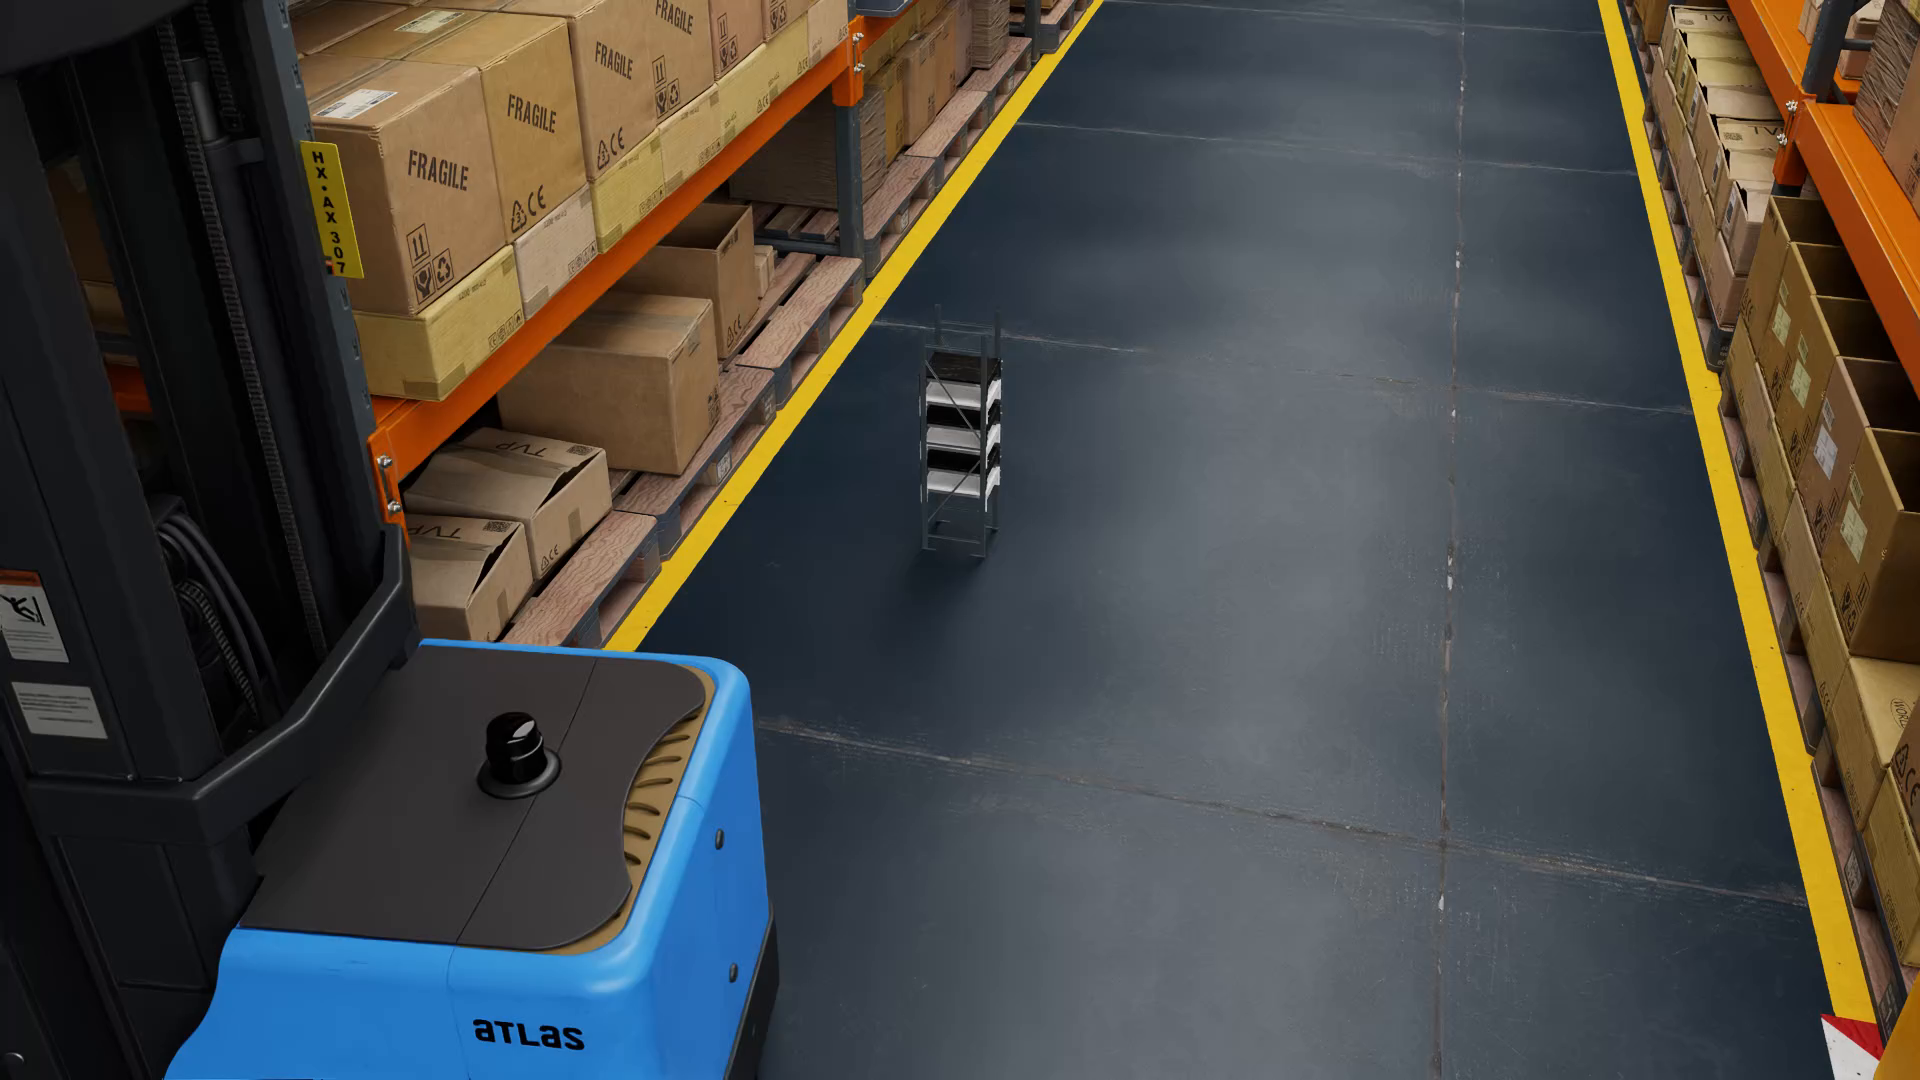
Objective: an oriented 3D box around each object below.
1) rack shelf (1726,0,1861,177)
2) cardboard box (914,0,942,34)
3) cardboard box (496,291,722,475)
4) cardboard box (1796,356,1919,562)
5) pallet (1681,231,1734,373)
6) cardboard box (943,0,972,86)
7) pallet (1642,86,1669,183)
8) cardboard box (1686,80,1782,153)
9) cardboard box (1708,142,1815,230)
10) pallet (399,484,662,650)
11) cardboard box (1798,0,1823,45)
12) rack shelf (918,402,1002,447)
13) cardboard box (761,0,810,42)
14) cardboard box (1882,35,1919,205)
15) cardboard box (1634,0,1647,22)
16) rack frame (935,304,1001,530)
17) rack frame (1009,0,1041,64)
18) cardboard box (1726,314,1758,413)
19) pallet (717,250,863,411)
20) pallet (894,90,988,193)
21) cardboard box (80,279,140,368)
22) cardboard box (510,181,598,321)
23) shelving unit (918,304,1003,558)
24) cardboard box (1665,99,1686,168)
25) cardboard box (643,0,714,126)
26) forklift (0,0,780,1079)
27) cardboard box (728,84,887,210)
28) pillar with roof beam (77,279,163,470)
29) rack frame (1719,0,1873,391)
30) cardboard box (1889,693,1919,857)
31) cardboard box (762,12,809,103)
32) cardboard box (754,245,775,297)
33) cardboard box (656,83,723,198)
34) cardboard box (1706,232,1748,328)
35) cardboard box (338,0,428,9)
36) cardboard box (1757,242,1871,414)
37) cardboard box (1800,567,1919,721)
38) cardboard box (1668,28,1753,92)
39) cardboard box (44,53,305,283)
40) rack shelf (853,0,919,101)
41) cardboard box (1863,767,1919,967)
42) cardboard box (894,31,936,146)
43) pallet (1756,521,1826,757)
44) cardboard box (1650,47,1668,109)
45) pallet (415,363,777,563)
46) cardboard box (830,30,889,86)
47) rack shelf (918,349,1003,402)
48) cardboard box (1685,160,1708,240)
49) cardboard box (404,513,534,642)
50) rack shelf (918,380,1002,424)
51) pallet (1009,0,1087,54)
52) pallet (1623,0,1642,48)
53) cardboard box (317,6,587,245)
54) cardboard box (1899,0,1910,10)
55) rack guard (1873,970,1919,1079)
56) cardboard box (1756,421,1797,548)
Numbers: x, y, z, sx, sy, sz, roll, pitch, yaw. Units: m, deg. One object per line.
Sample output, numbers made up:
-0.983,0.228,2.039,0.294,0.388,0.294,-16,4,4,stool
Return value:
4.337,-2.606,8.224,1.077,0.370,4.000,8,33,12,rack shelf
-0.412,-3.132,9.601,0.500,0.250,0.500,8,33,12,cardboard box
-1.337,-0.616,6.343,0.700,0.500,0.500,6,33,9,cardboard box
3.030,-0.229,5.286,0.500,0.500,0.500,8,33,12,cardboard box
3.978,-1.083,7.757,1.003,0.211,1.213,8,33,12,pallet
-0.324,-3.119,10.280,0.700,0.500,0.500,8,33,12,cardboard box
4.597,-2.349,9.748,1.003,0.211,1.213,8,33,12,pallet
4.040,-2.164,8.508,0.500,0.311,0.500,8,33,12,cardboard box
3.780,-1.646,7.691,0.500,0.311,0.500,9,34,14,cardboard box
-1.719,0.252,5.657,1.003,0.211,1.213,8,33,12,pallet
3.874,-2.297,7.192,0.396,0.266,0.258,7,33,11,cardboard box
0.002,-0.432,5.985,0.258,0.077,0.200,8,33,12,rack shelf
-0.905,-2.259,6.429,0.500,0.500,0.500,8,33,12,cardboard box
3.595,-1.408,5.576,0.700,0.500,0.500,8,33,12,cardboard box
4.986,-3.864,11.452,0.500,0.500,0.500,7,33,11,cardboard box
0.028,-0.437,6.098,0.240,0.900,0.006,8,33,12,rack frame
0.052,-4.620,10.722,1.000,3.000,0.127,8,33,12,rack frame
3.418,-0.689,6.710,0.500,0.250,0.500,8,33,12,cardboard box
-1.100,-1.014,7.649,1.003,0.211,1.213,8,33,12,pallet
-0.460,-2.407,9.839,1.003,0.211,1.213,8,33,12,pallet
-2.048,-0.683,4.649,0.500,0.250,0.500,8,33,13,cardboard box
-1.430,-0.895,4.984,0.500,0.250,0.500,7,33,11,cardboard box
0.002,-0.384,6.015,0.258,0.900,0.210,8,33,12,shelving unit
4.174,-2.201,9.088,0.500,0.250,0.500,7,33,11,cardboard box
-1.175,-1.729,5.596,0.500,0.500,0.500,9,34,14,cardboard box
-2.020,0.109,3.346,3.031,2.935,1.130,3,33,5,forklift
-0.793,-2.059,8.614,0.700,0.500,0.500,9,34,14,cardboard box
1.526,-2.895,2.417,9.100,9.000,0.400,8,33,12,pillar with roof beam
3.829,-1.872,6.399,1.000,3.000,0.127,8,33,12,rack frame
2.662,0.552,4.059,0.500,0.500,0.500,8,33,12,cardboard box
-0.925,-1.945,6.635,0.500,0.250,0.500,8,33,13,cardboard box
-1.070,-1.253,7.655,0.380,0.166,0.250,4,33,6,cardboard box
-1.164,-1.421,5.810,0.500,0.250,0.500,8,33,13,cardboard box
3.654,-1.143,7.424,0.500,0.250,0.500,8,33,12,cardboard box
-1.800,-1.533,5.287,0.500,0.500,0.500,7,33,11,cardboard box
3.289,-0.747,6.101,0.500,0.500,0.500,8,33,12,cardboard box
2.905,0.348,5.079,0.500,0.250,0.500,8,33,12,cardboard box
4.302,-2.696,9.343,0.500,0.311,0.500,7,33,11,cardboard box
-2.065,-1.004,4.455,0.500,0.500,0.500,8,33,12,cardboard box
-0.456,-3.279,9.282,1.077,0.370,4.000,8,33,12,rack shelf
2.664,0.868,4.260,0.500,0.250,0.500,8,33,12,cardboard box
-0.542,-2.594,9.454,0.700,0.500,0.500,8,33,13,cardboard box
3.279,0.347,5.508,1.003,0.211,1.213,8,33,12,pallet
4.427,-2.733,9.924,0.500,0.250,0.500,8,33,12,cardboard box
-1.407,-0.379,6.650,1.003,0.211,1.213,8,33,12,pallet
-0.684,-2.605,8.773,0.500,0.250,0.500,7,33,11,cardboard box
0.002,-0.584,5.888,0.258,0.077,0.200,8,33,12,rack shelf
3.913,-1.671,8.254,0.500,0.250,0.500,9,33,13,cardboard box
-1.716,0.133,5.340,0.500,0.311,0.500,4,33,7,cardboard box
0.002,-0.508,5.937,0.258,0.077,0.200,8,33,12,rack shelf
0.325,-3.842,12.097,1.003,0.211,1.213,8,33,12,pallet
5.382,-3.784,12.006,1.003,0.211,1.213,8,33,12,pallet
-1.432,-1.192,4.752,0.500,0.500,0.500,8,33,13,cardboard box
3.510,-1.945,5.815,0.380,0.149,0.250,8,33,13,cardboard box
2.808,1.271,3.785,1.175,0.500,0.348,8,33,12,rack guard
3.154,-0.172,5.896,0.500,0.250,0.500,8,33,12,cardboard box
